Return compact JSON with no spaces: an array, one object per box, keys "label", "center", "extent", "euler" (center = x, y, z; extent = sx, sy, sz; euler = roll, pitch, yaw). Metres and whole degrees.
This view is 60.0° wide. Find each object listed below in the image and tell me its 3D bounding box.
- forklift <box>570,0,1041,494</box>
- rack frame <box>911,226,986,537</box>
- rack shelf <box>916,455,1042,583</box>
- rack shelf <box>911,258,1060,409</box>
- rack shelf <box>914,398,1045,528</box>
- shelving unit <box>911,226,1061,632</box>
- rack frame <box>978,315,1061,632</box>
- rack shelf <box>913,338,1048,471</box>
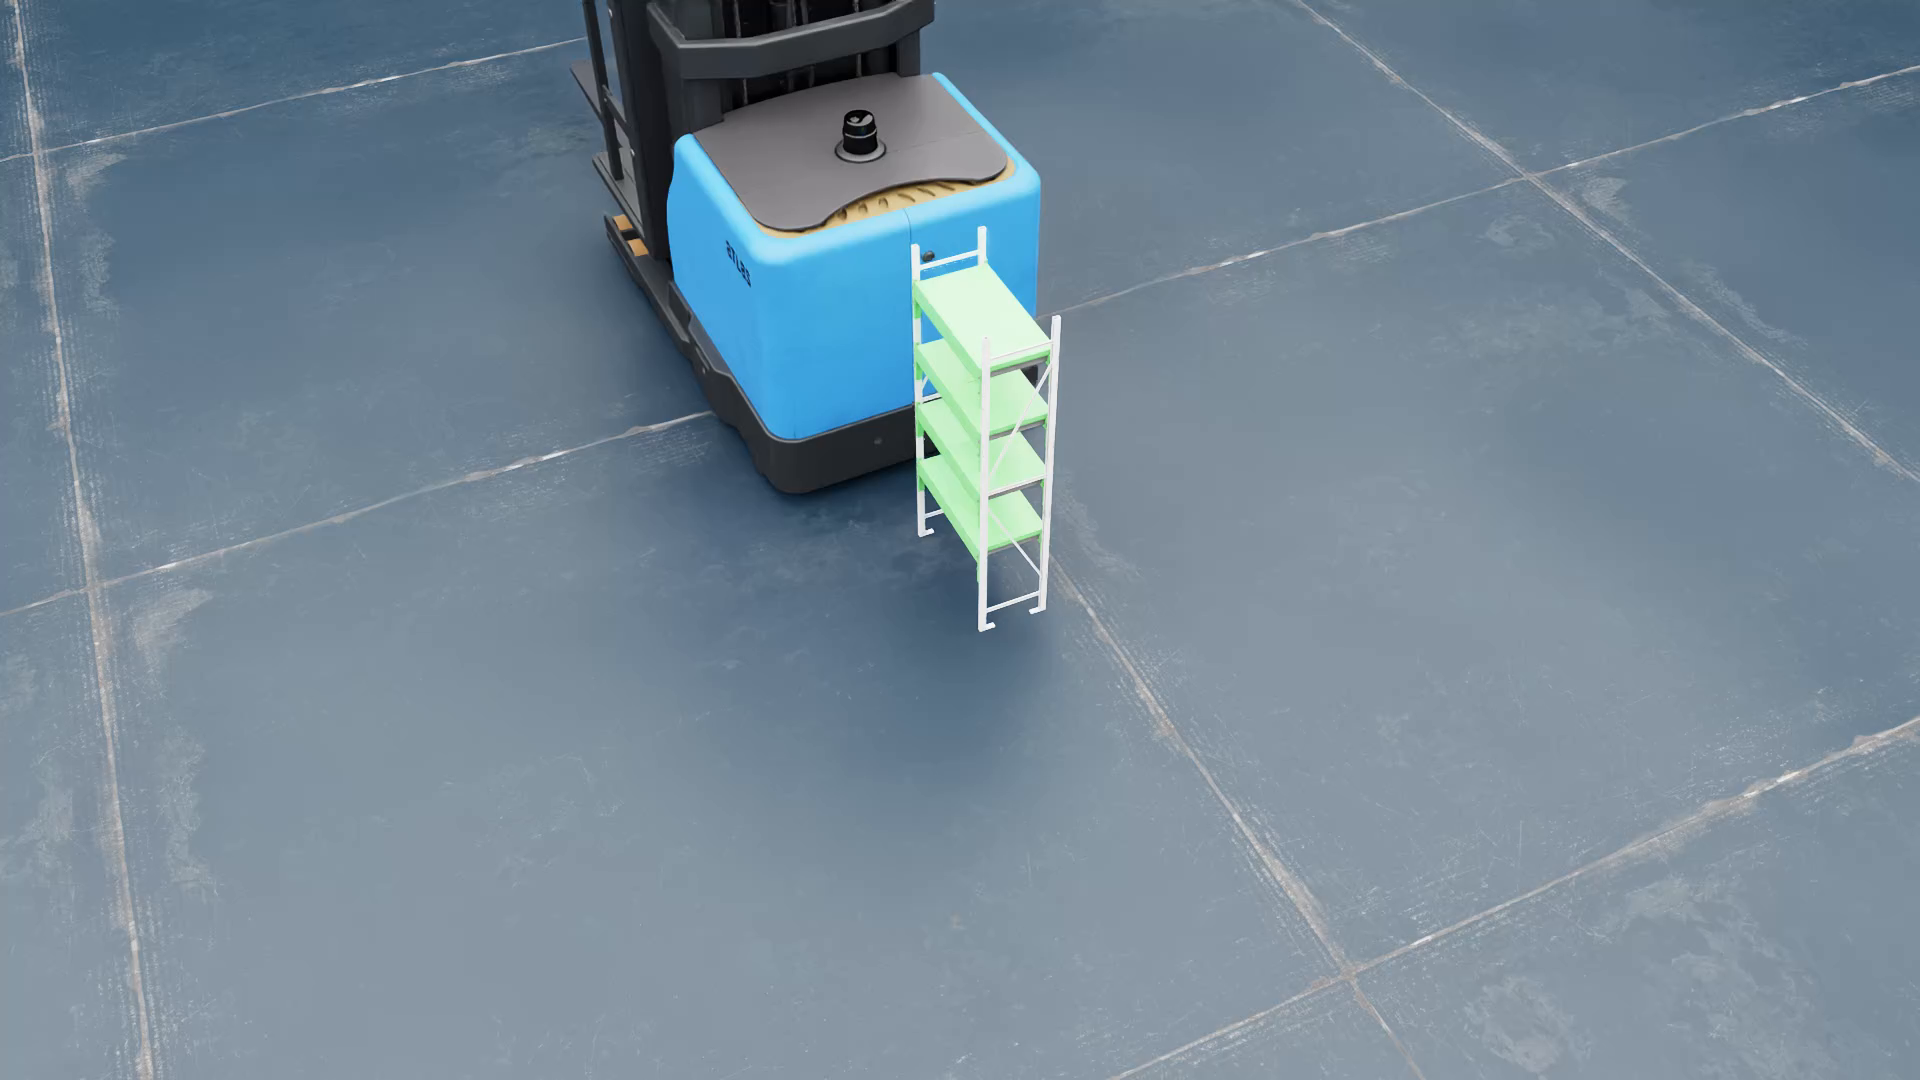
[{"label":"forklift","center":[-0.824,-2.244,5.937],"extent":[1.130,2.935,3.031],"euler":[-19,48,-18]},{"label":"rack frame","center":[-0.033,-0.477,5.379],"extent":[0.240,1.200,0.015],"euler":[-18,47,-17]},{"label":"rack shelf","center":[0.070,-0.105,5.435],"extent":[0.258,0.148,0.480],"euler":[-18,47,-17]},{"label":"rack shelf","center":[0.070,-0.618,4.929],"extent":[0.258,0.148,0.480],"euler":[-18,47,-17]},{"label":"rack shelf","center":[0.070,-0.276,5.267],"extent":[0.258,0.148,0.480],"euler":[-18,47,-17]},{"label":"shelving unit","center":[0.070,-0.322,5.222],"extent":[0.258,1.200,0.503],"euler":[-18,47,-17]},{"label":"rack frame","center":[0.172,-0.166,5.064],"extent":[0.240,1.200,0.015],"euler":[-18,47,-17]},{"label":"rack shelf","center":[0.070,-0.447,5.098],"extent":[0.258,0.148,0.480],"euler":[-18,47,-17]}]
